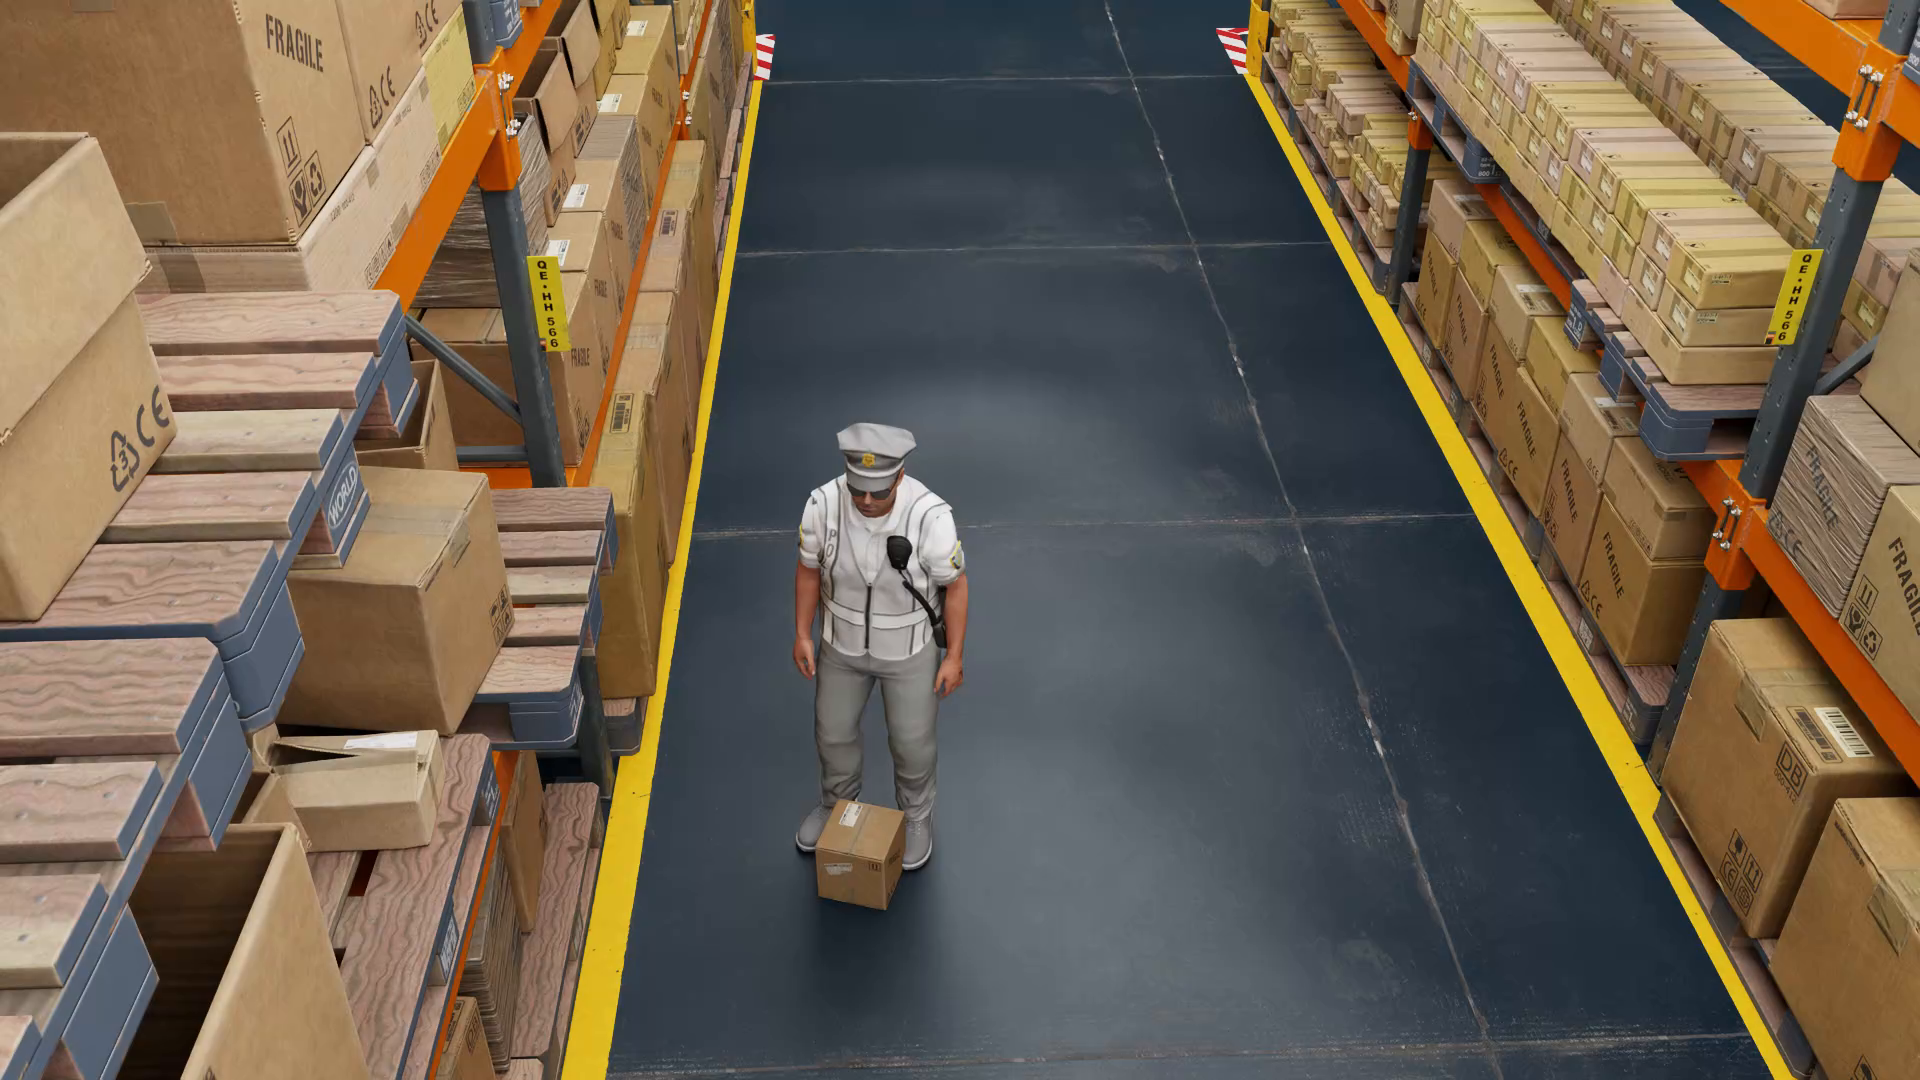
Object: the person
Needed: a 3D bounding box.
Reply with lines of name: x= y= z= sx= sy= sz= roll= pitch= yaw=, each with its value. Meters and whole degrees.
person: x=-0.273 y=0.341 z=5.652 sx=0.606 sy=1.748 sz=0.430 roll=7 pitch=36 yaw=10
